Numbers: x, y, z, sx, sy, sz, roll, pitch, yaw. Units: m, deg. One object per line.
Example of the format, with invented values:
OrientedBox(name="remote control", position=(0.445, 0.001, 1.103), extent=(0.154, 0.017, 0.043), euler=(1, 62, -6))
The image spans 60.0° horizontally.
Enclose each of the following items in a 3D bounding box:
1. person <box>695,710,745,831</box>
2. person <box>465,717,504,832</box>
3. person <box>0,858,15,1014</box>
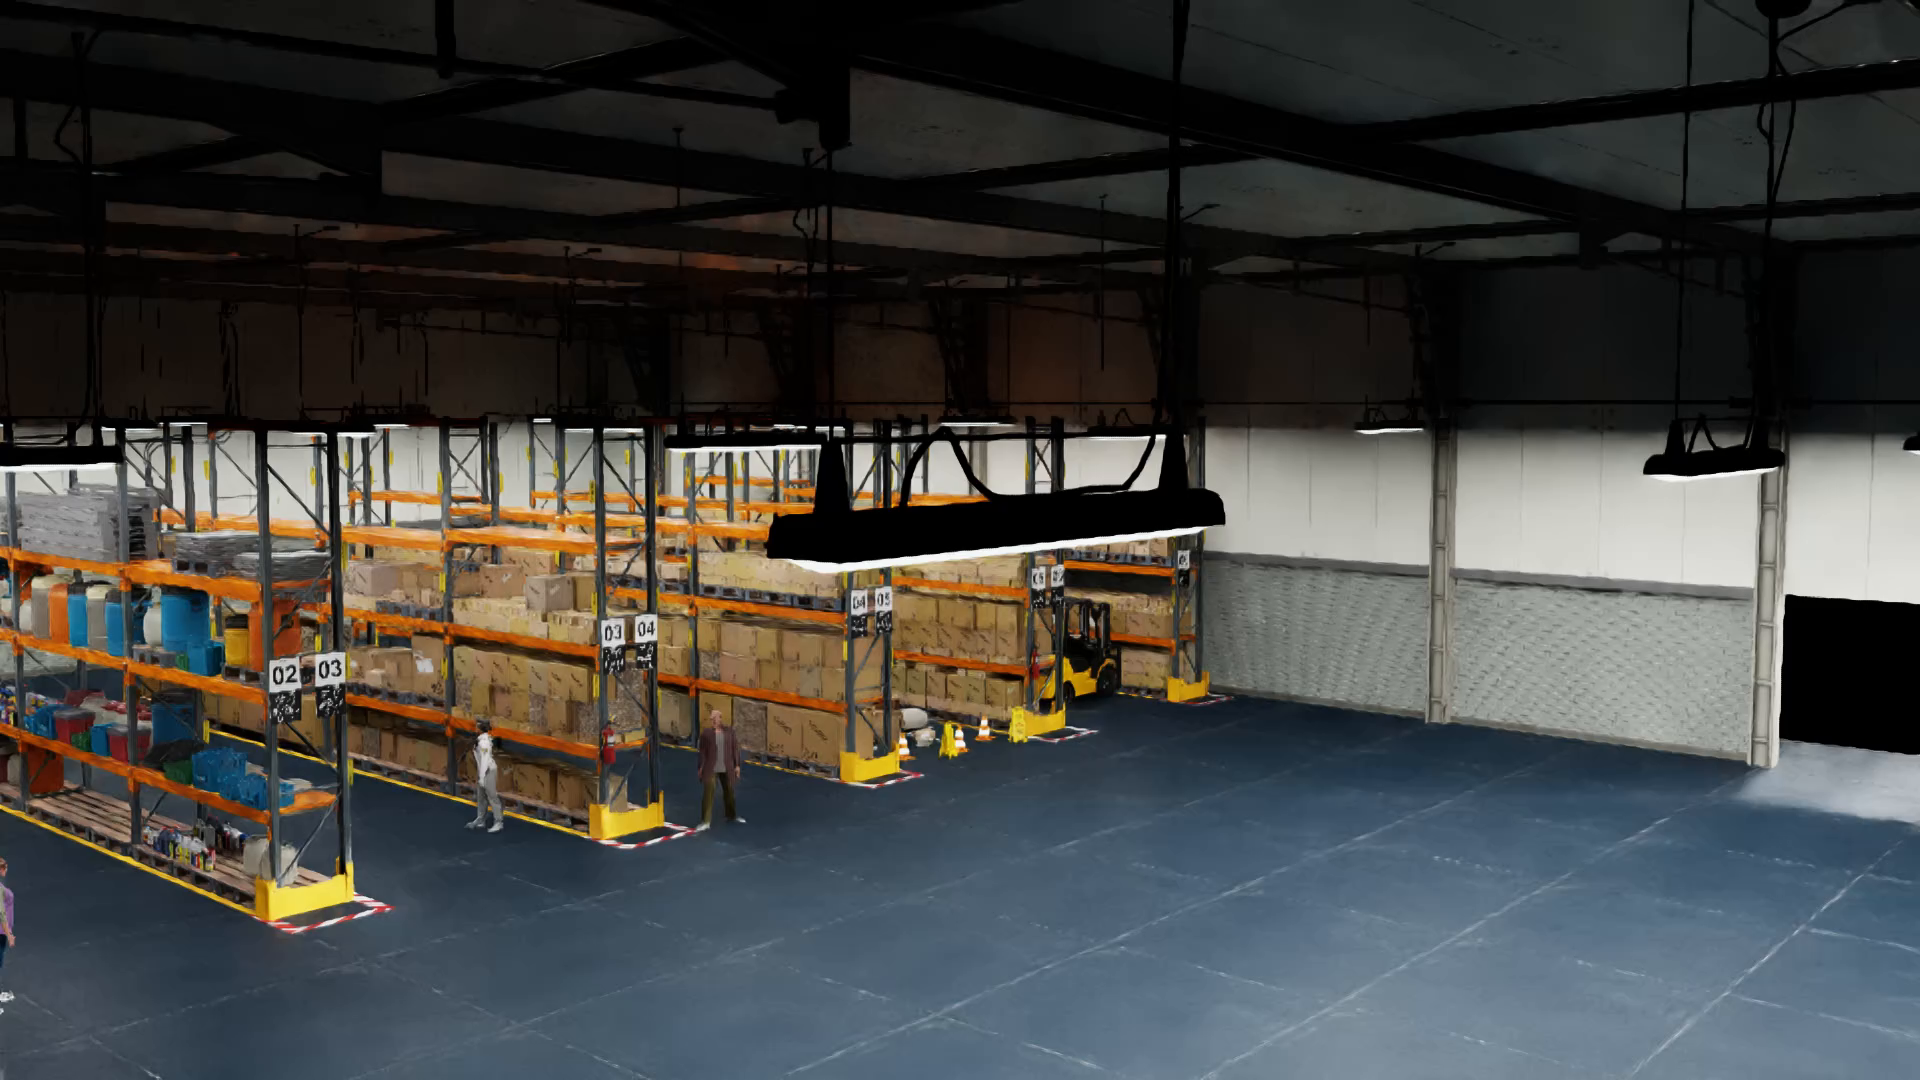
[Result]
OrientedBox(name="person", position=(-3.583, 3.492, 24.715), extent=(0.799, 1.573, 0.594), euler=(-2, 5, -18))
OrientedBox(name="person", position=(-7.052, 3.443, 24.569), extent=(0.526, 1.665, 0.573), euler=(-2, 5, -20))
OrientedBox(name="person", position=(-10.026, 4.081, 17.285), extent=(0.347, 1.596, 0.572), euler=(-4, 6, -38))
